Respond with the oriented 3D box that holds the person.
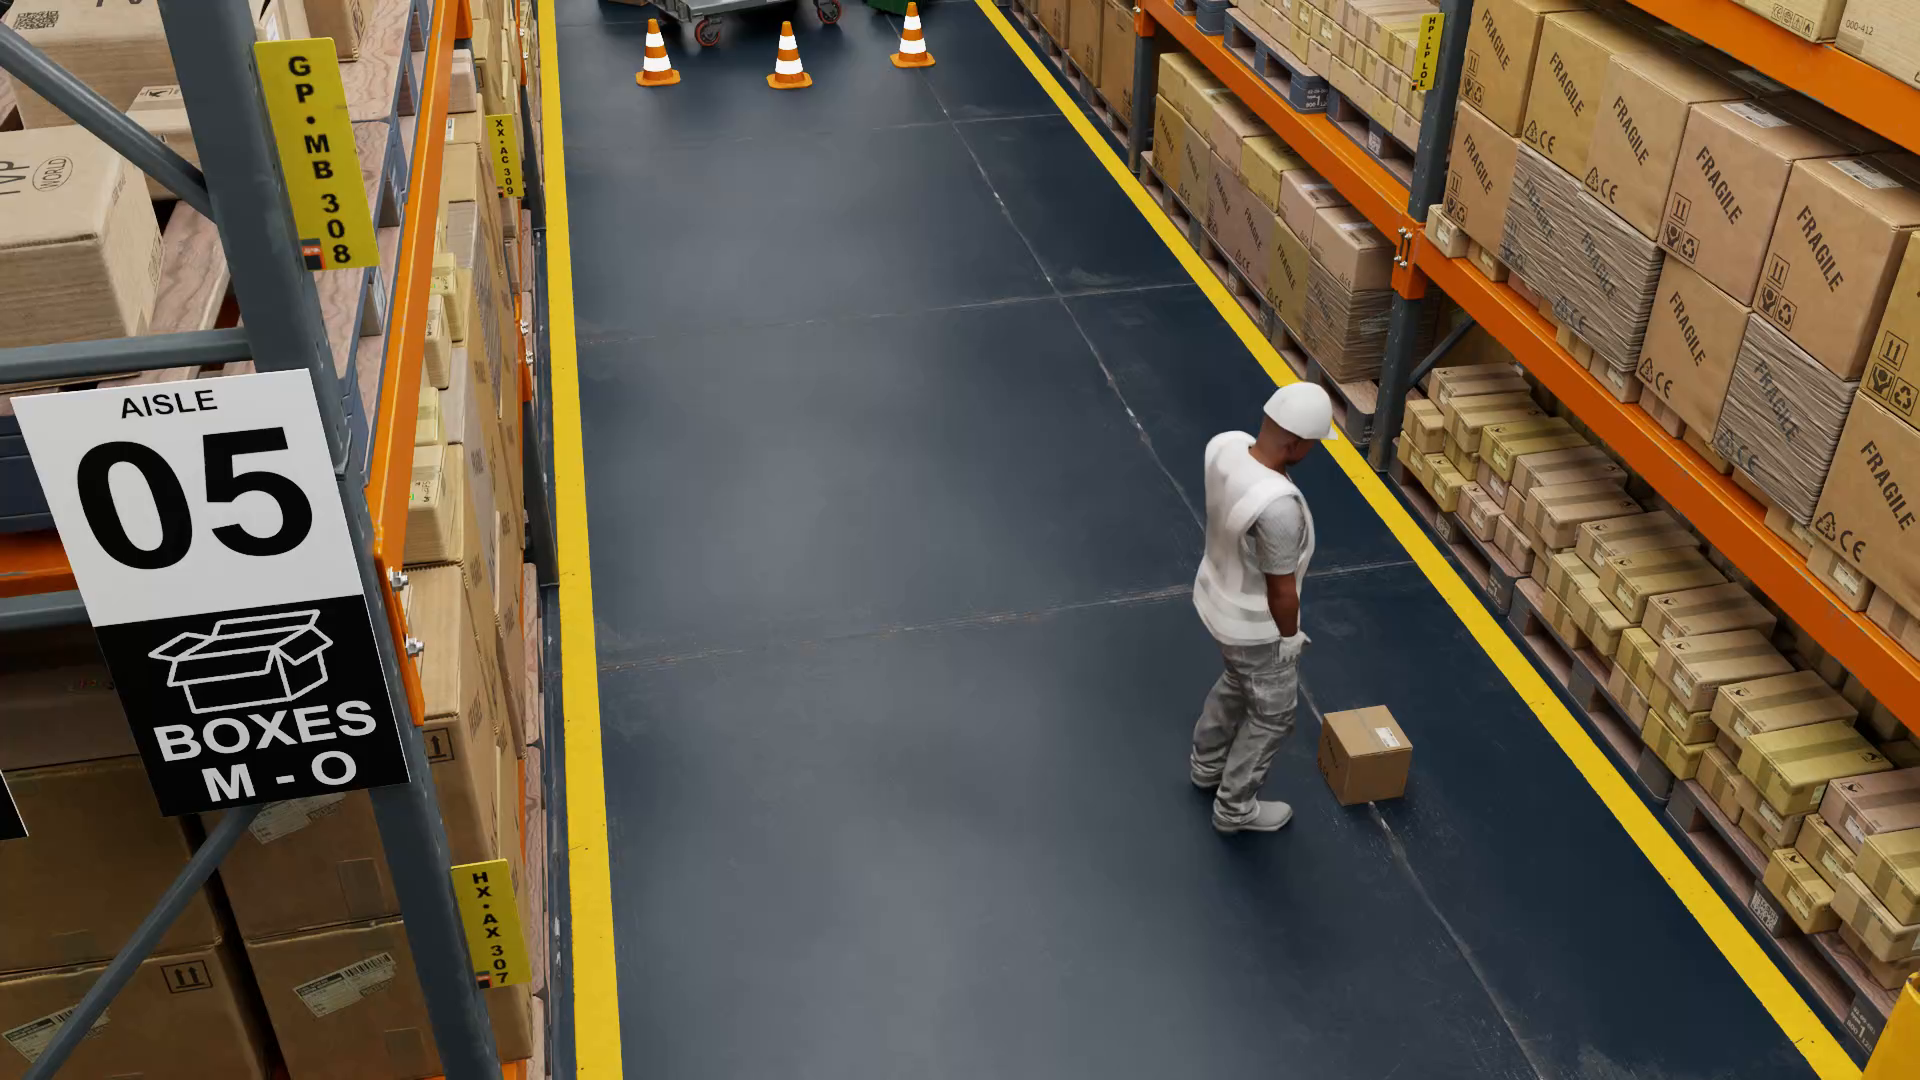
[{"bbox_3d":[1.031,0.236,5.802,0.414,1.754,0.563,-6,35,-9],"label":"person"}]
